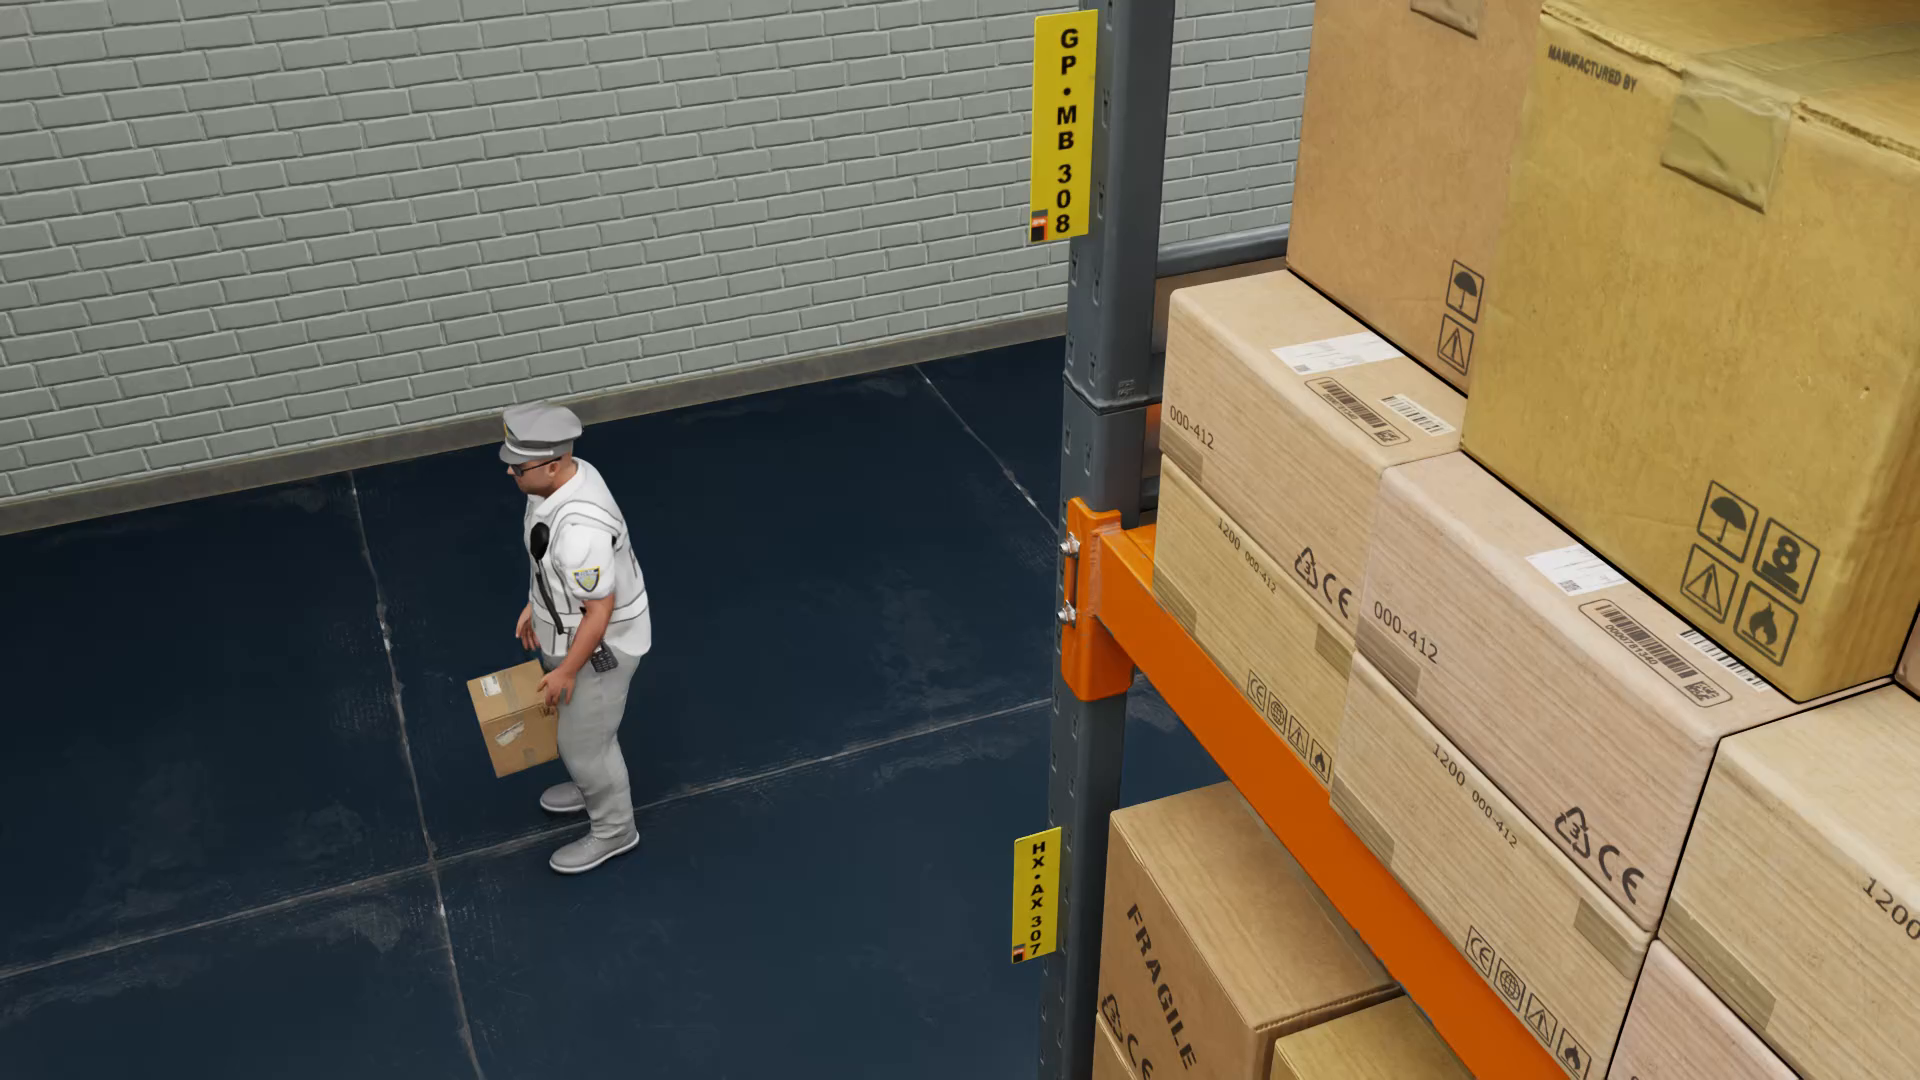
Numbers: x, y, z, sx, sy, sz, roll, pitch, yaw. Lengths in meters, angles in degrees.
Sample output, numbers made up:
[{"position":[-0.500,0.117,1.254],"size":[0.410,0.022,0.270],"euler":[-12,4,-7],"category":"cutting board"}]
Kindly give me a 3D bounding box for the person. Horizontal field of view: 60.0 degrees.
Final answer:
[{"position":[-1.292,0.329,5.622],"size":[0.472,1.759,0.554],"euler":[-14,36,-20],"category":"person"}]
